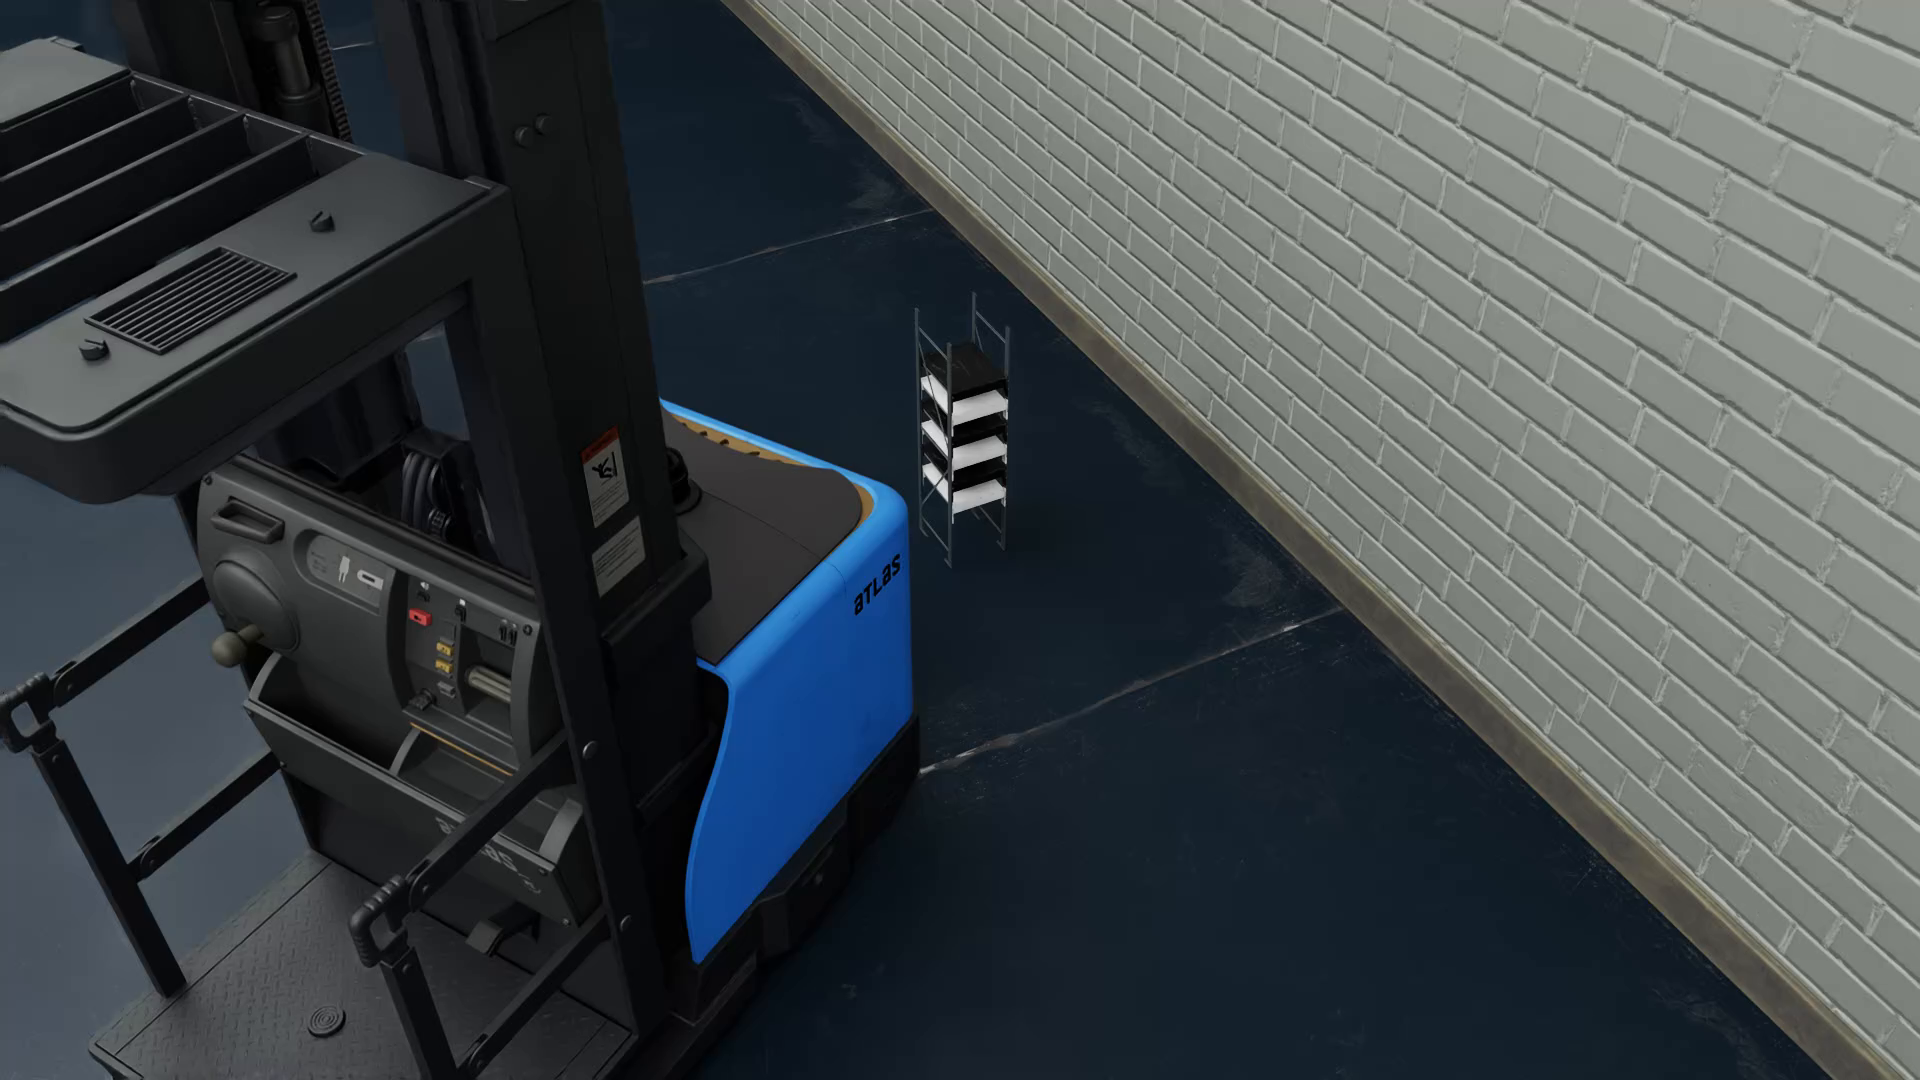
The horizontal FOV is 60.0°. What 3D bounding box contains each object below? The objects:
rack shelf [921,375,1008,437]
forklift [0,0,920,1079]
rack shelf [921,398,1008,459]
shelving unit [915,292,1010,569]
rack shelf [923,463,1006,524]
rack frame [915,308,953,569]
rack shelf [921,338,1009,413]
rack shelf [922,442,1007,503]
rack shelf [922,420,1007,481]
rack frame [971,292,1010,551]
[{"bbox_3d":[0.007,-0.458,5.367,0.200,0.077,0.258,-19,44,-21],"label":"rack shelf"},{"bbox_3d":[-1.308,0.234,3.205,1.130,2.935,3.031,21,45,23],"label":"forklift"},{"bbox_3d":[0.007,-0.389,5.426,0.200,0.077,0.258,-19,44,-21],"label":"rack shelf"},{"bbox_3d":[0.007,-0.346,5.462,0.210,0.900,0.258,-19,44,-21],"label":"shelving unit"},{"bbox_3d":[0.007,-0.183,5.600,0.200,0.077,0.258,-19,44,-21],"label":"rack shelf"},{"bbox_3d":[-0.083,-0.316,5.426,0.006,0.900,0.240,-19,44,-21],"label":"rack frame"},{"bbox_3d":[0.007,-0.527,5.309,0.200,0.077,0.258,-19,44,-21],"label":"rack shelf"},{"bbox_3d":[0.007,-0.252,5.542,0.200,0.077,0.258,-19,44,-21],"label":"rack shelf"},{"bbox_3d":[0.007,-0.320,5.484,0.200,0.077,0.258,-19,44,-21],"label":"rack shelf"},{"bbox_3d":[0.097,-0.376,5.498,0.006,0.900,0.240,-19,44,-21],"label":"rack frame"}]
